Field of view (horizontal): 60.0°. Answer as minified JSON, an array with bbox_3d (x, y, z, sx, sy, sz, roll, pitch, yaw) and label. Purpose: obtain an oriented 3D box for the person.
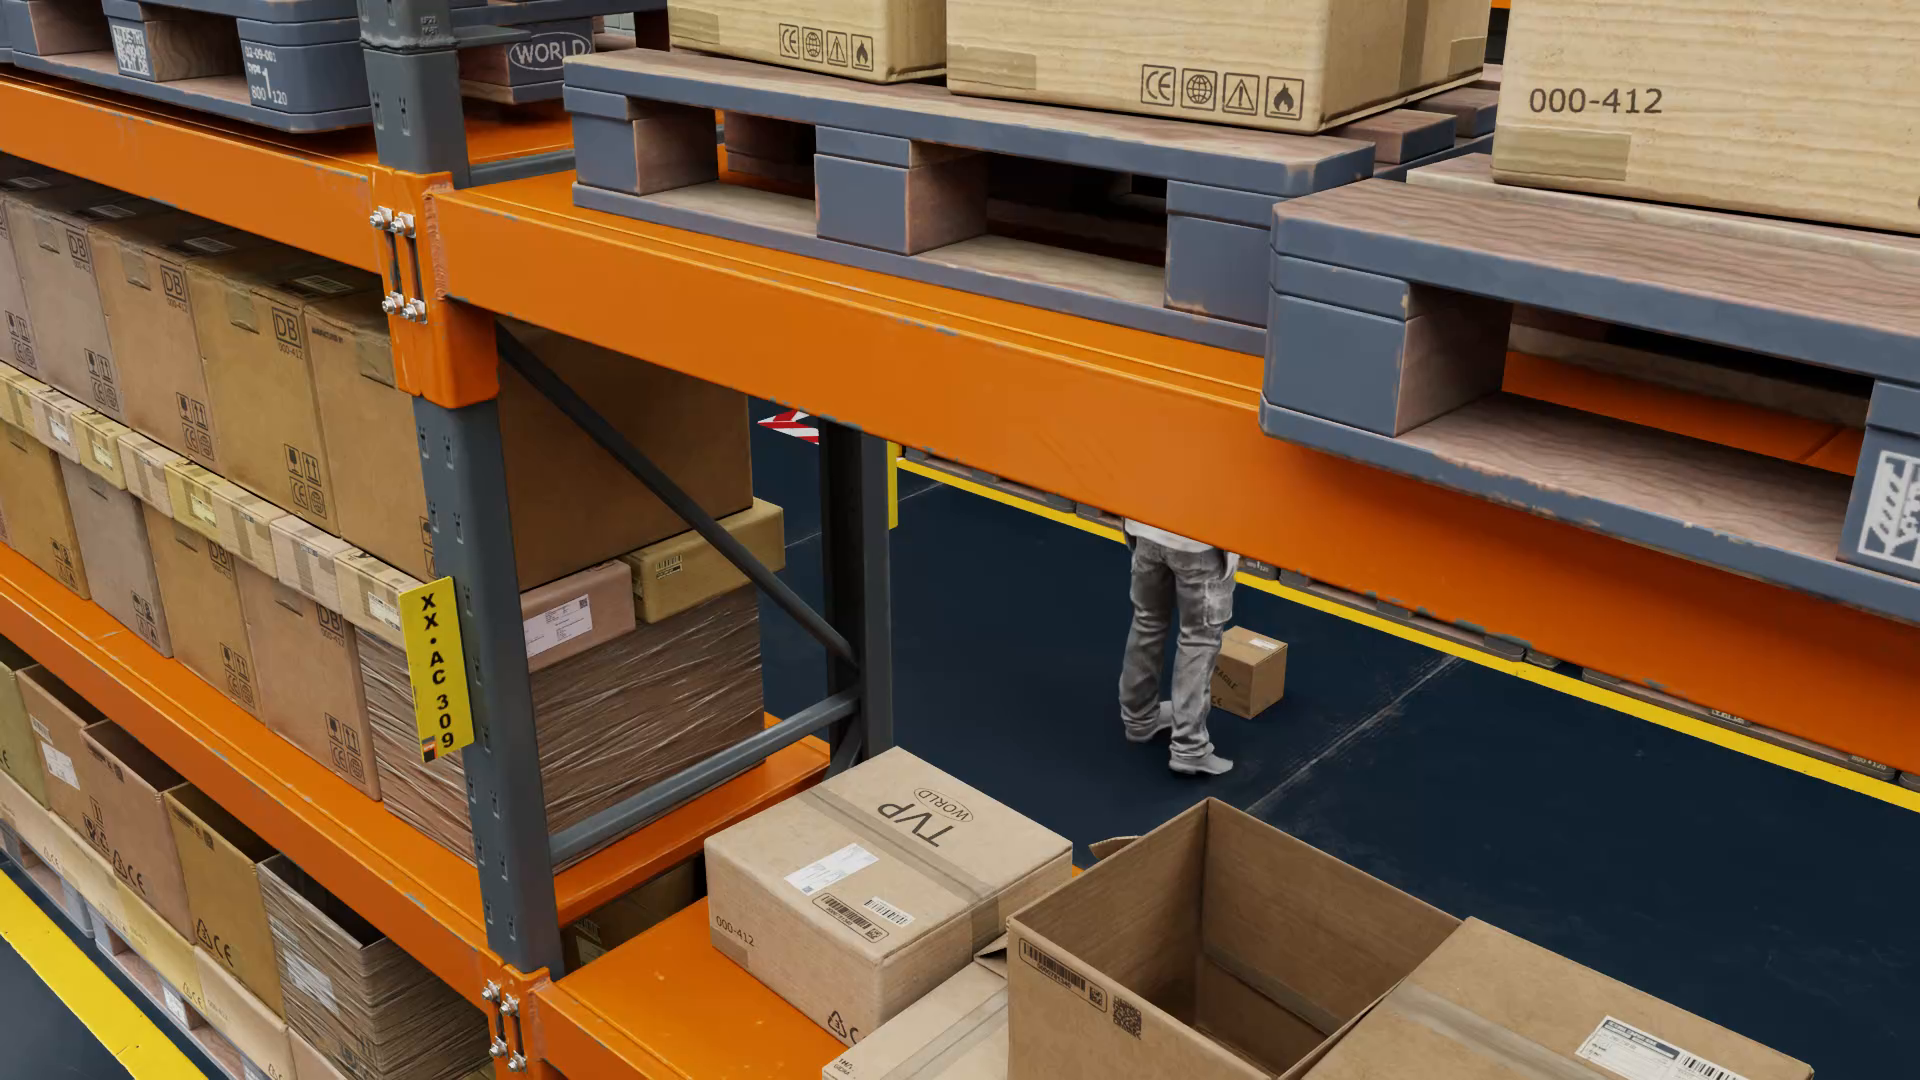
[{"bbox_3d":[0.818,-0.003,6.137,0.588,1.837,0.408,20,31,39],"label":"person"}]
